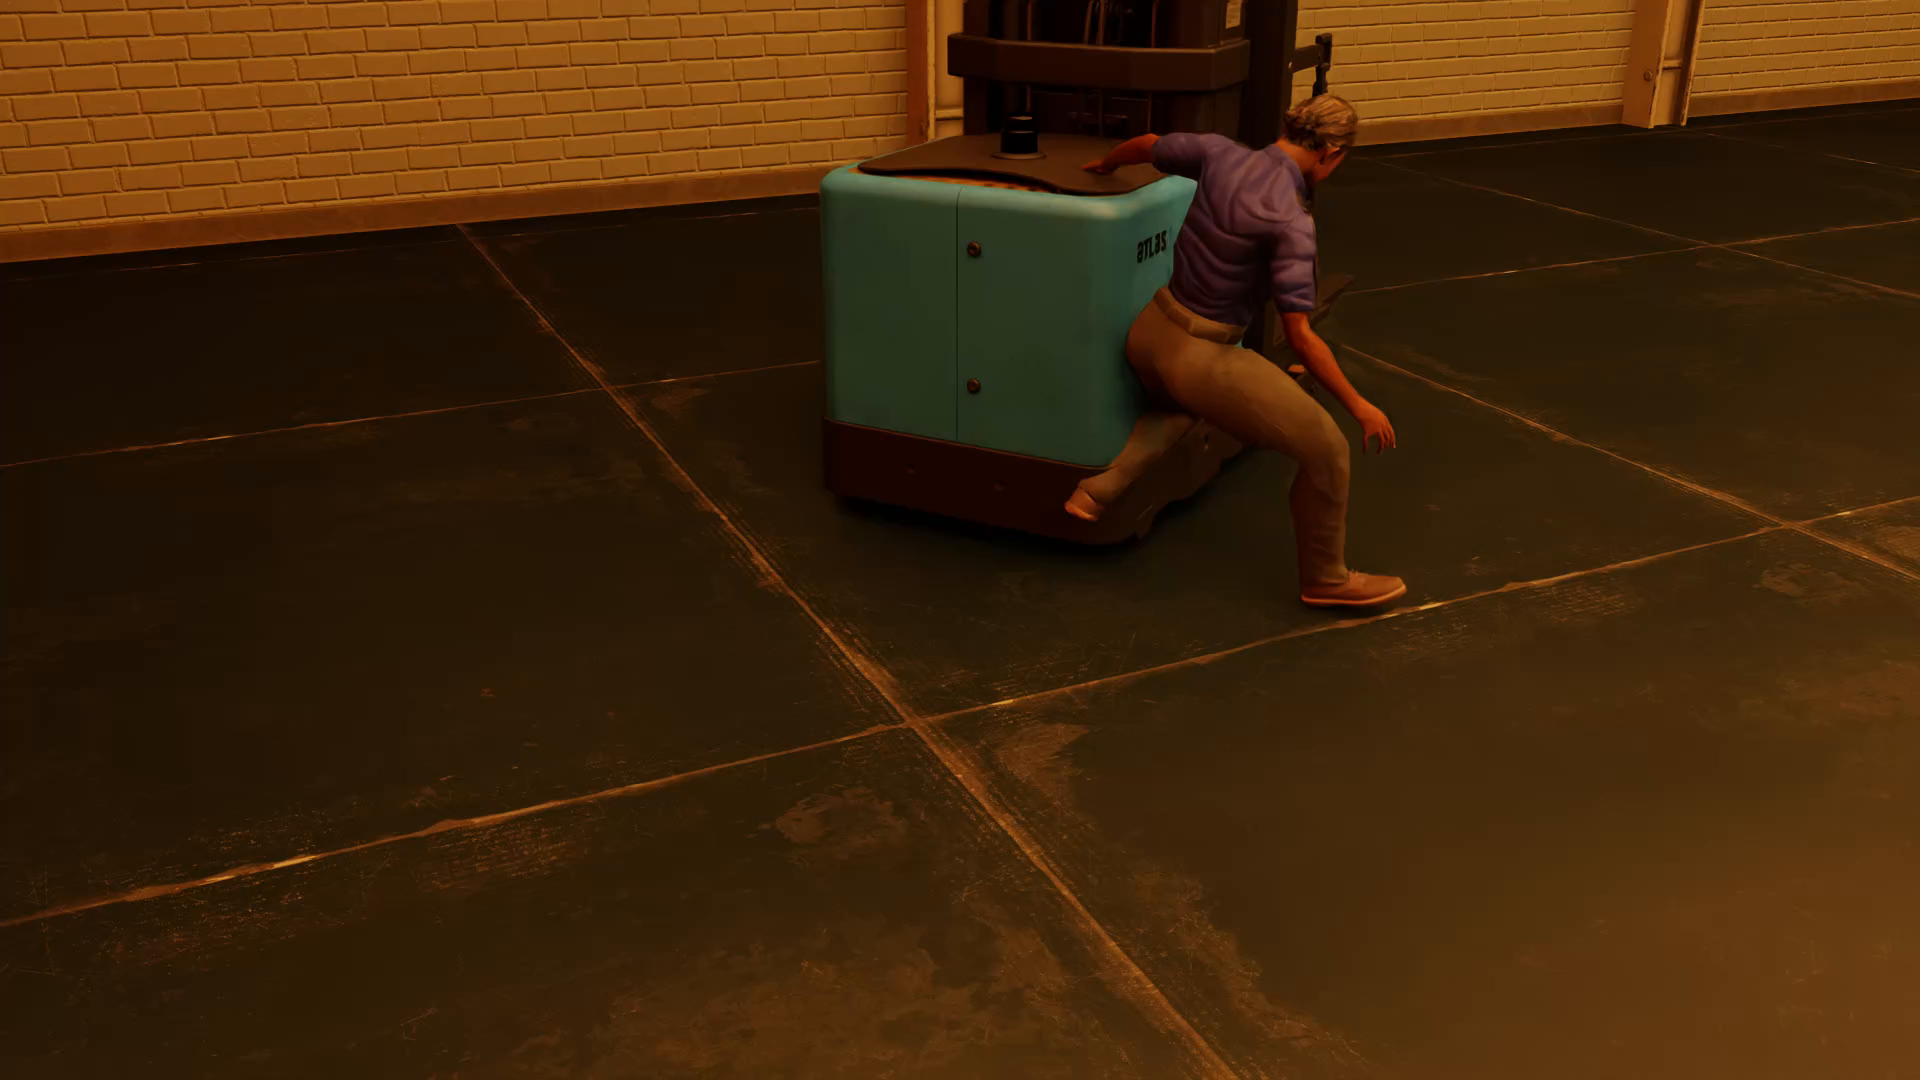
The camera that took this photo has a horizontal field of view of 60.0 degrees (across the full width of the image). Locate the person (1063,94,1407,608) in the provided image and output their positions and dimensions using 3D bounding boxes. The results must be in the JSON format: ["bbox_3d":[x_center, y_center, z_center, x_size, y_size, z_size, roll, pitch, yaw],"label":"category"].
[{"bbox_3d":[0.715,-0.543,4.615,0.739,1.387,1.097,-9,24,-20],"label":"person"}]

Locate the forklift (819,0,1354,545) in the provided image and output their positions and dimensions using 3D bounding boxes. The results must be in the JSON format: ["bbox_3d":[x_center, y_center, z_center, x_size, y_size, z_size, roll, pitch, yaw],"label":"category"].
[{"bbox_3d":[0.713,-1.863,5.772,1.130,2.935,3.031,12,25,26],"label":"forklift"}]
